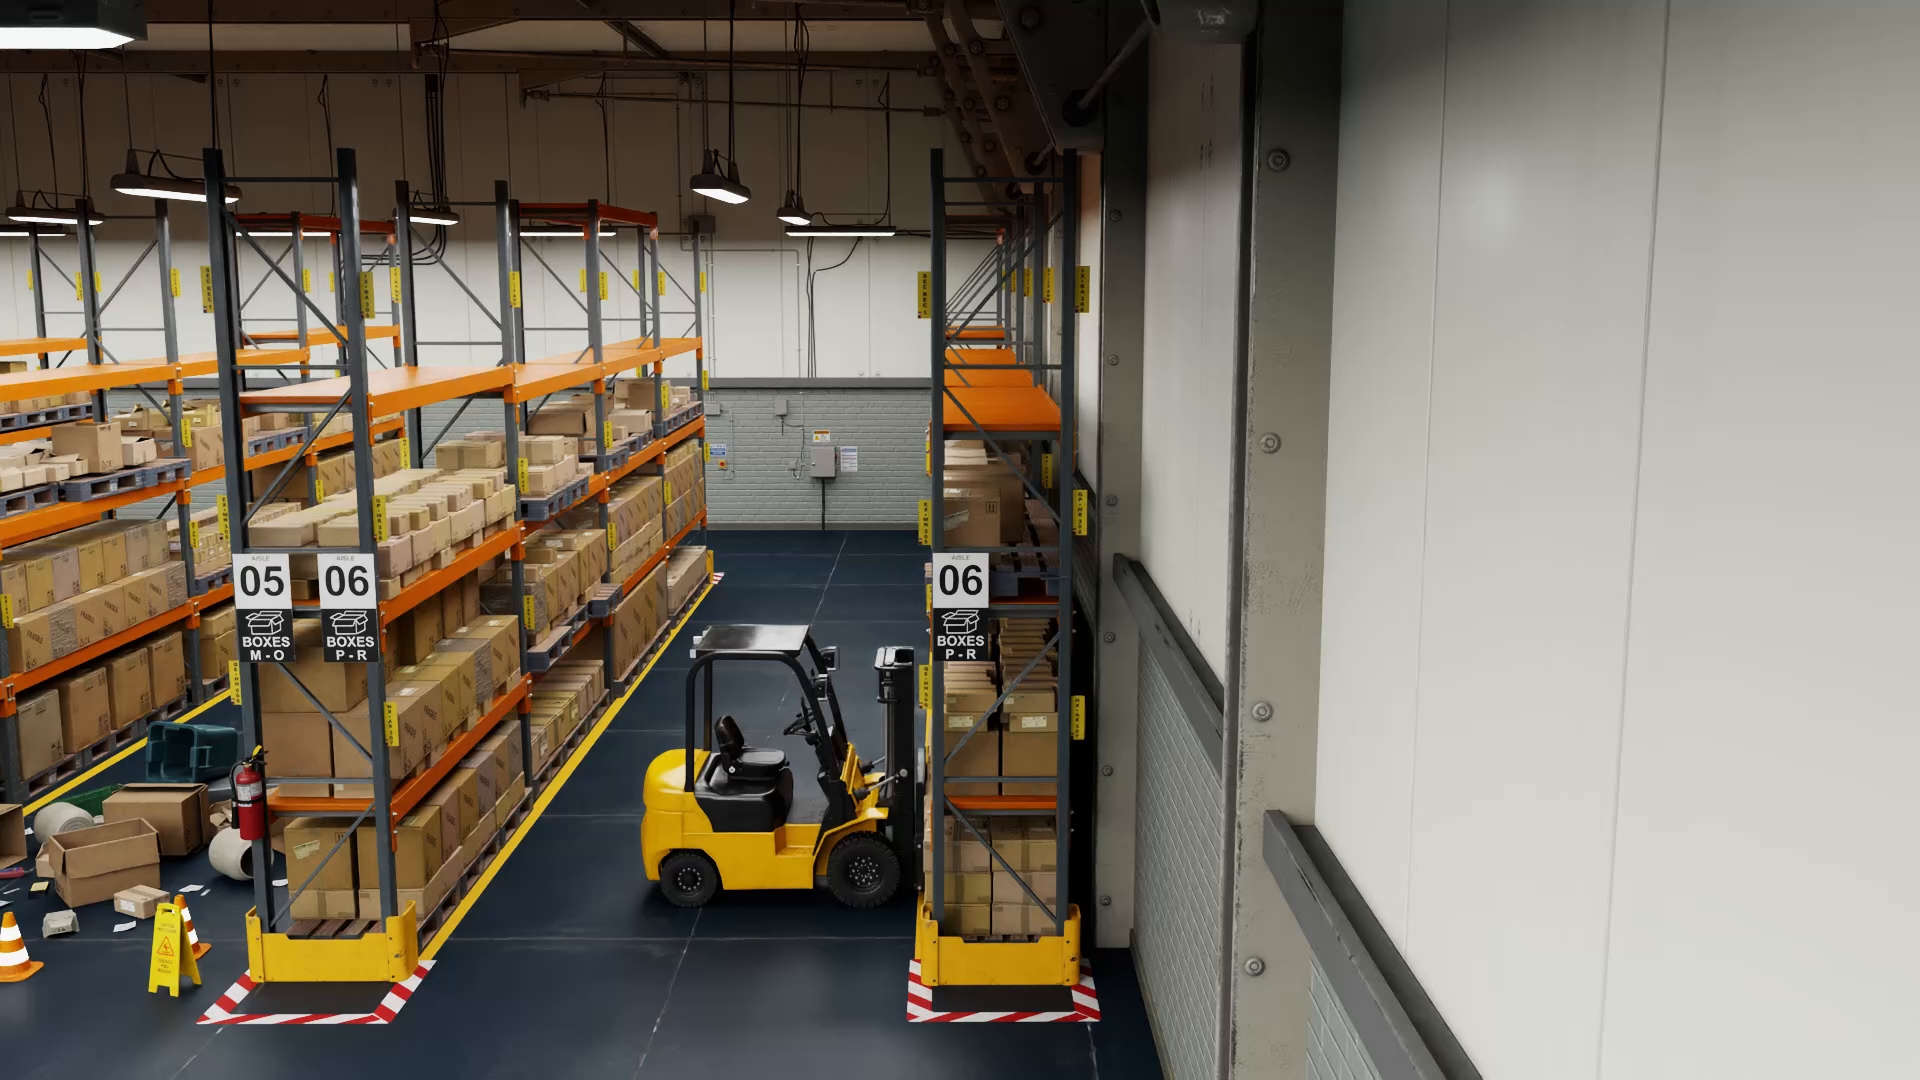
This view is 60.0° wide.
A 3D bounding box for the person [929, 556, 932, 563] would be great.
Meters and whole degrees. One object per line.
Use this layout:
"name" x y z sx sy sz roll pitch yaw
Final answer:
"person" -0.325 -0.240 29.000 0.435 1.599 0.579 5 11 30
